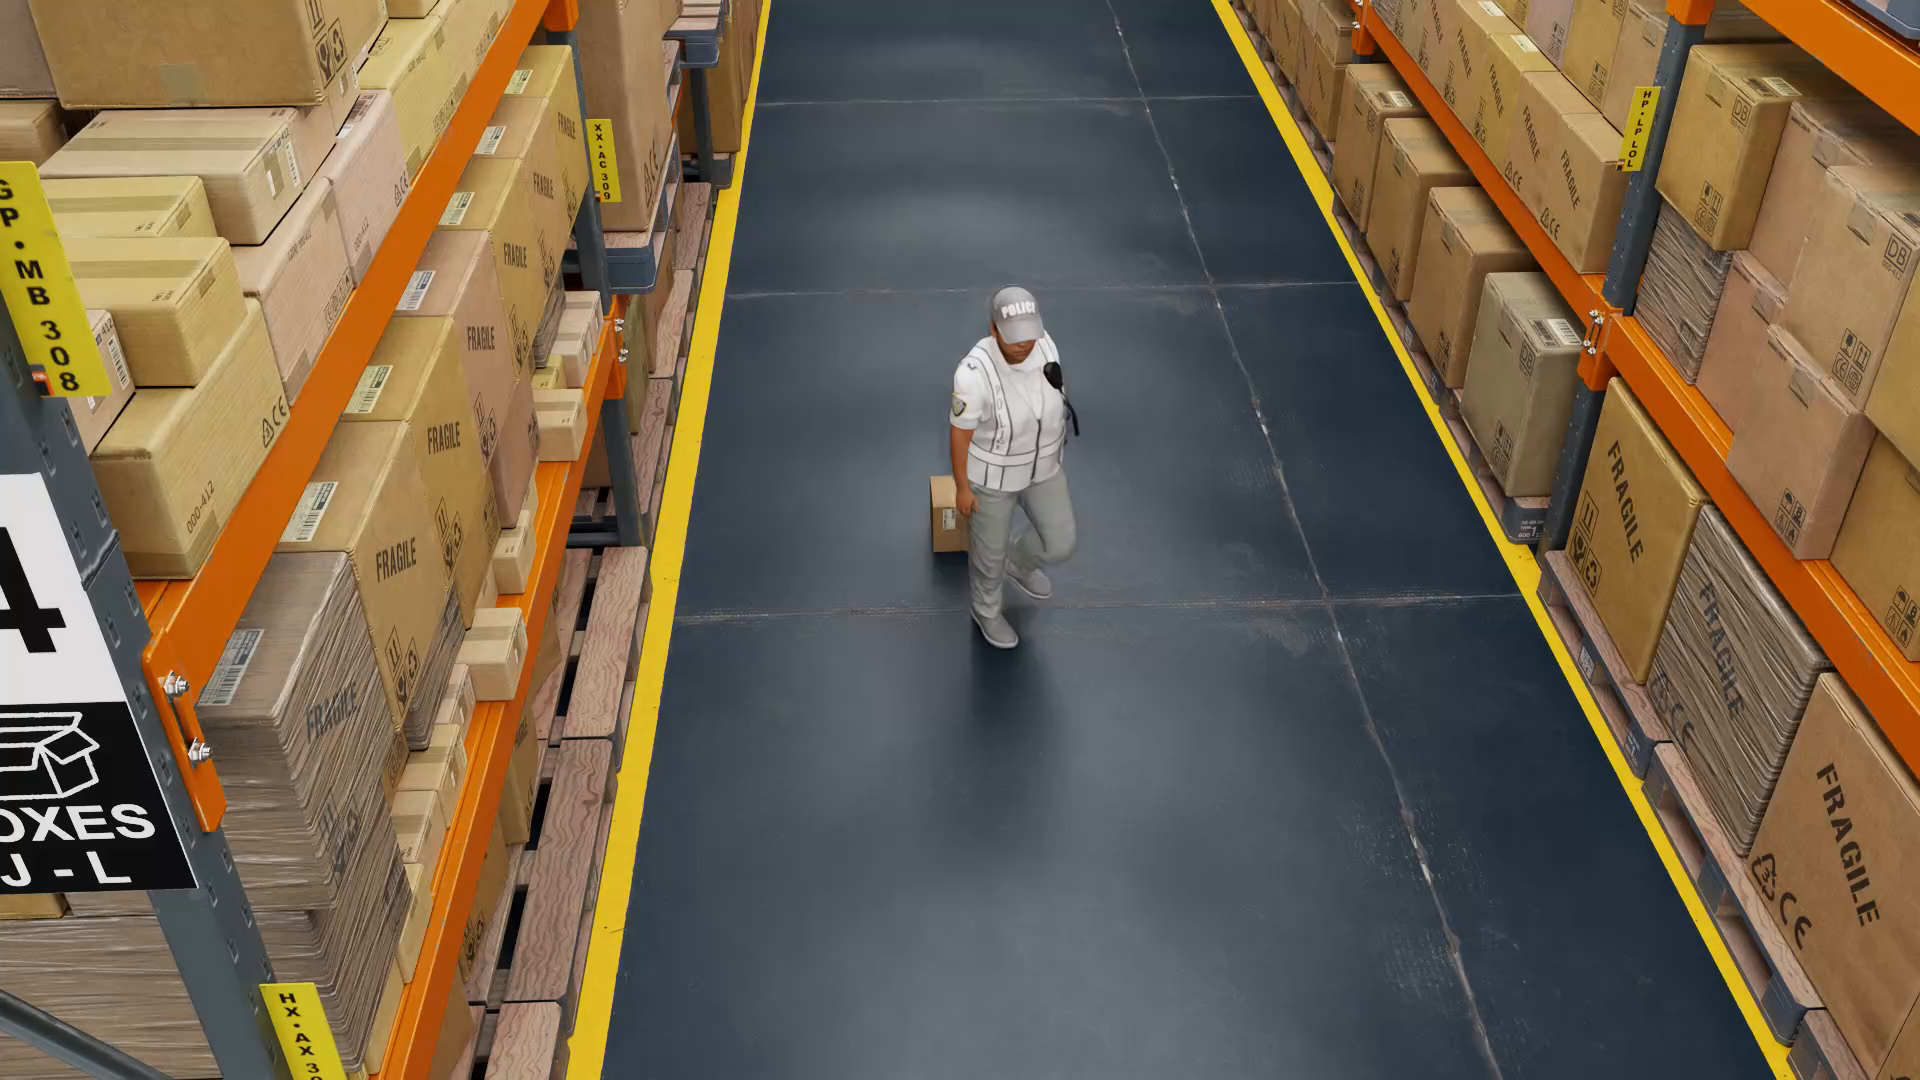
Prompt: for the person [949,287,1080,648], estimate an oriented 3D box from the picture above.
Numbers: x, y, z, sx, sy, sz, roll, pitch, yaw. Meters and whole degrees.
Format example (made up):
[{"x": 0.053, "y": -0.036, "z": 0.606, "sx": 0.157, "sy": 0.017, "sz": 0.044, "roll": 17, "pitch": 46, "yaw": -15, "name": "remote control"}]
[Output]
[{"x": 0.200, "y": -0.282, "z": 6.526, "sx": 0.546, "sy": 1.653, "sz": 0.522, "roll": -19, "pitch": 40, "yaw": -25, "name": "person"}]
